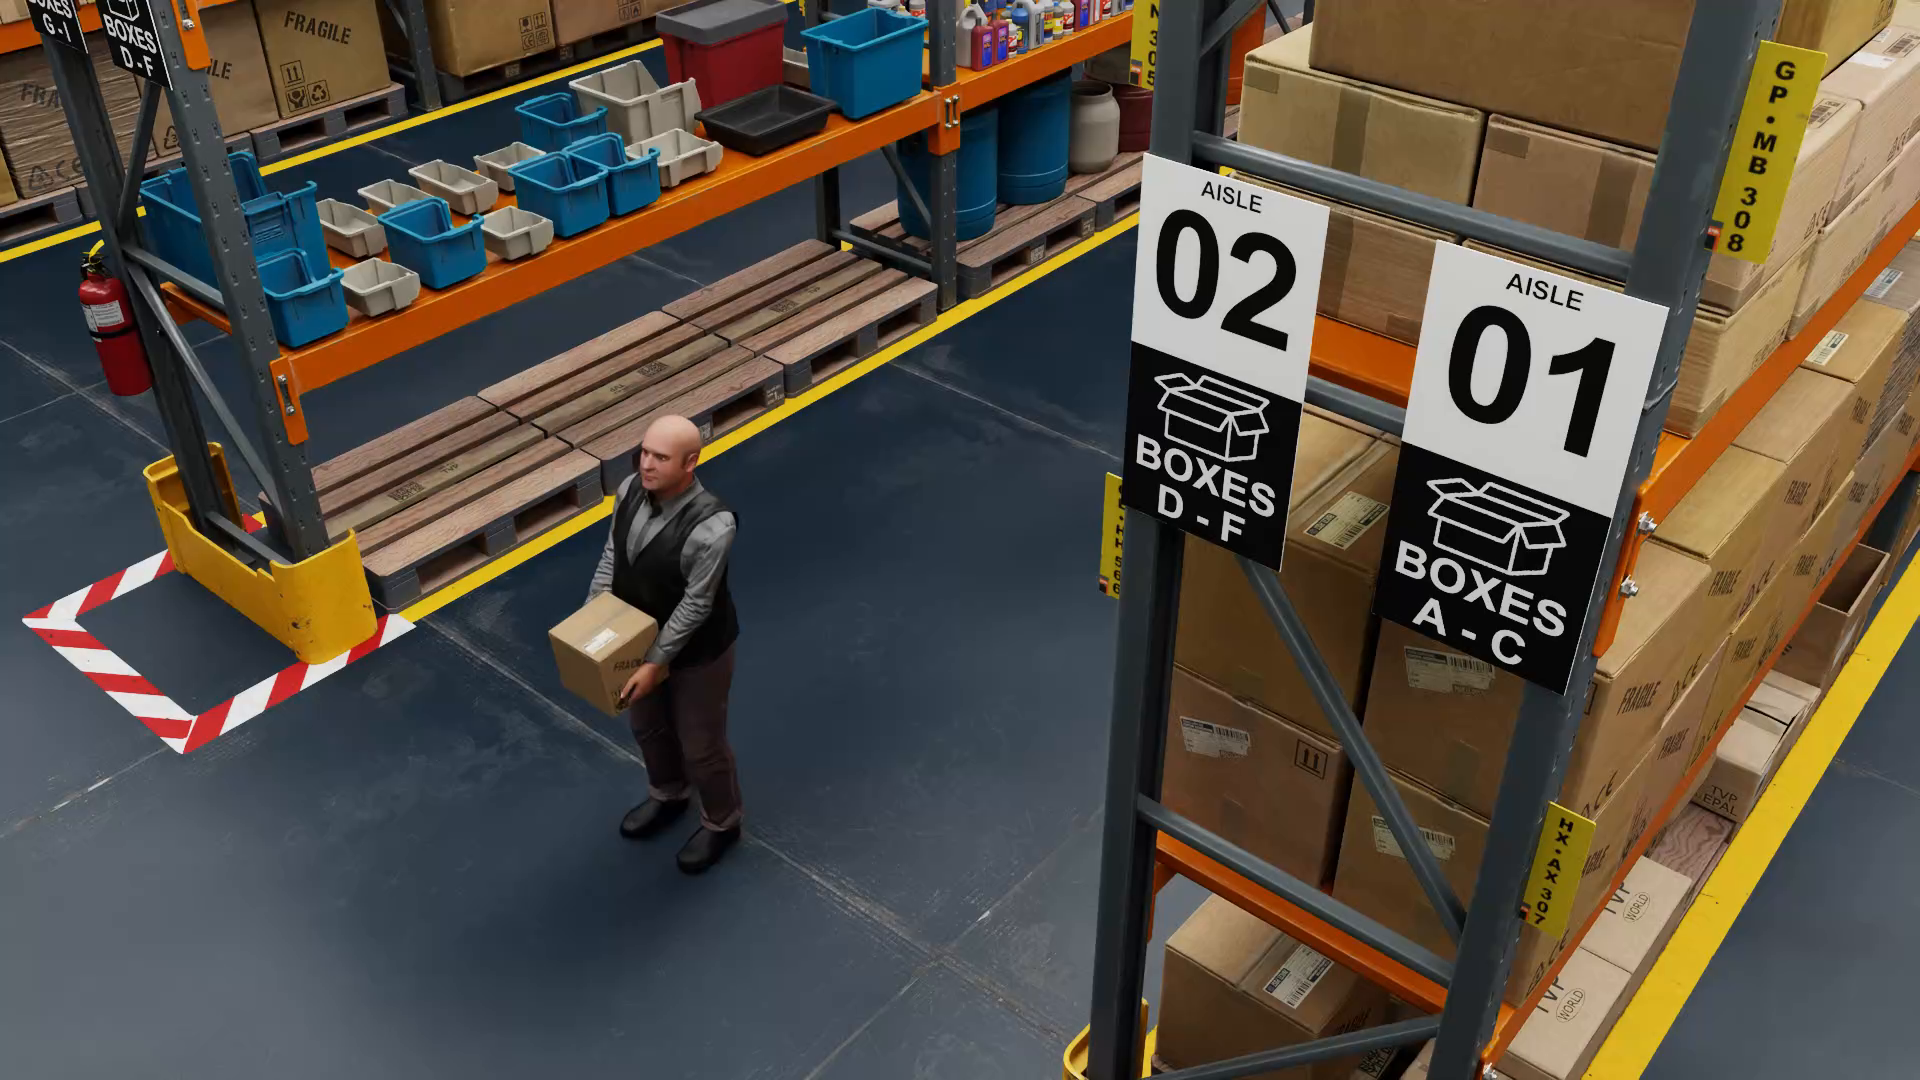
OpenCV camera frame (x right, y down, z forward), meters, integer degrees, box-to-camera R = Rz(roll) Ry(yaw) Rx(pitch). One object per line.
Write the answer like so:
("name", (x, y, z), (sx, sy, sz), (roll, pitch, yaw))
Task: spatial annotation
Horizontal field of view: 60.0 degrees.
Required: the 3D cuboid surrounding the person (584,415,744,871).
("person", (-1.011, 0.391, 5.602), (0.501, 1.722, 0.548), (25, 42, 32))
